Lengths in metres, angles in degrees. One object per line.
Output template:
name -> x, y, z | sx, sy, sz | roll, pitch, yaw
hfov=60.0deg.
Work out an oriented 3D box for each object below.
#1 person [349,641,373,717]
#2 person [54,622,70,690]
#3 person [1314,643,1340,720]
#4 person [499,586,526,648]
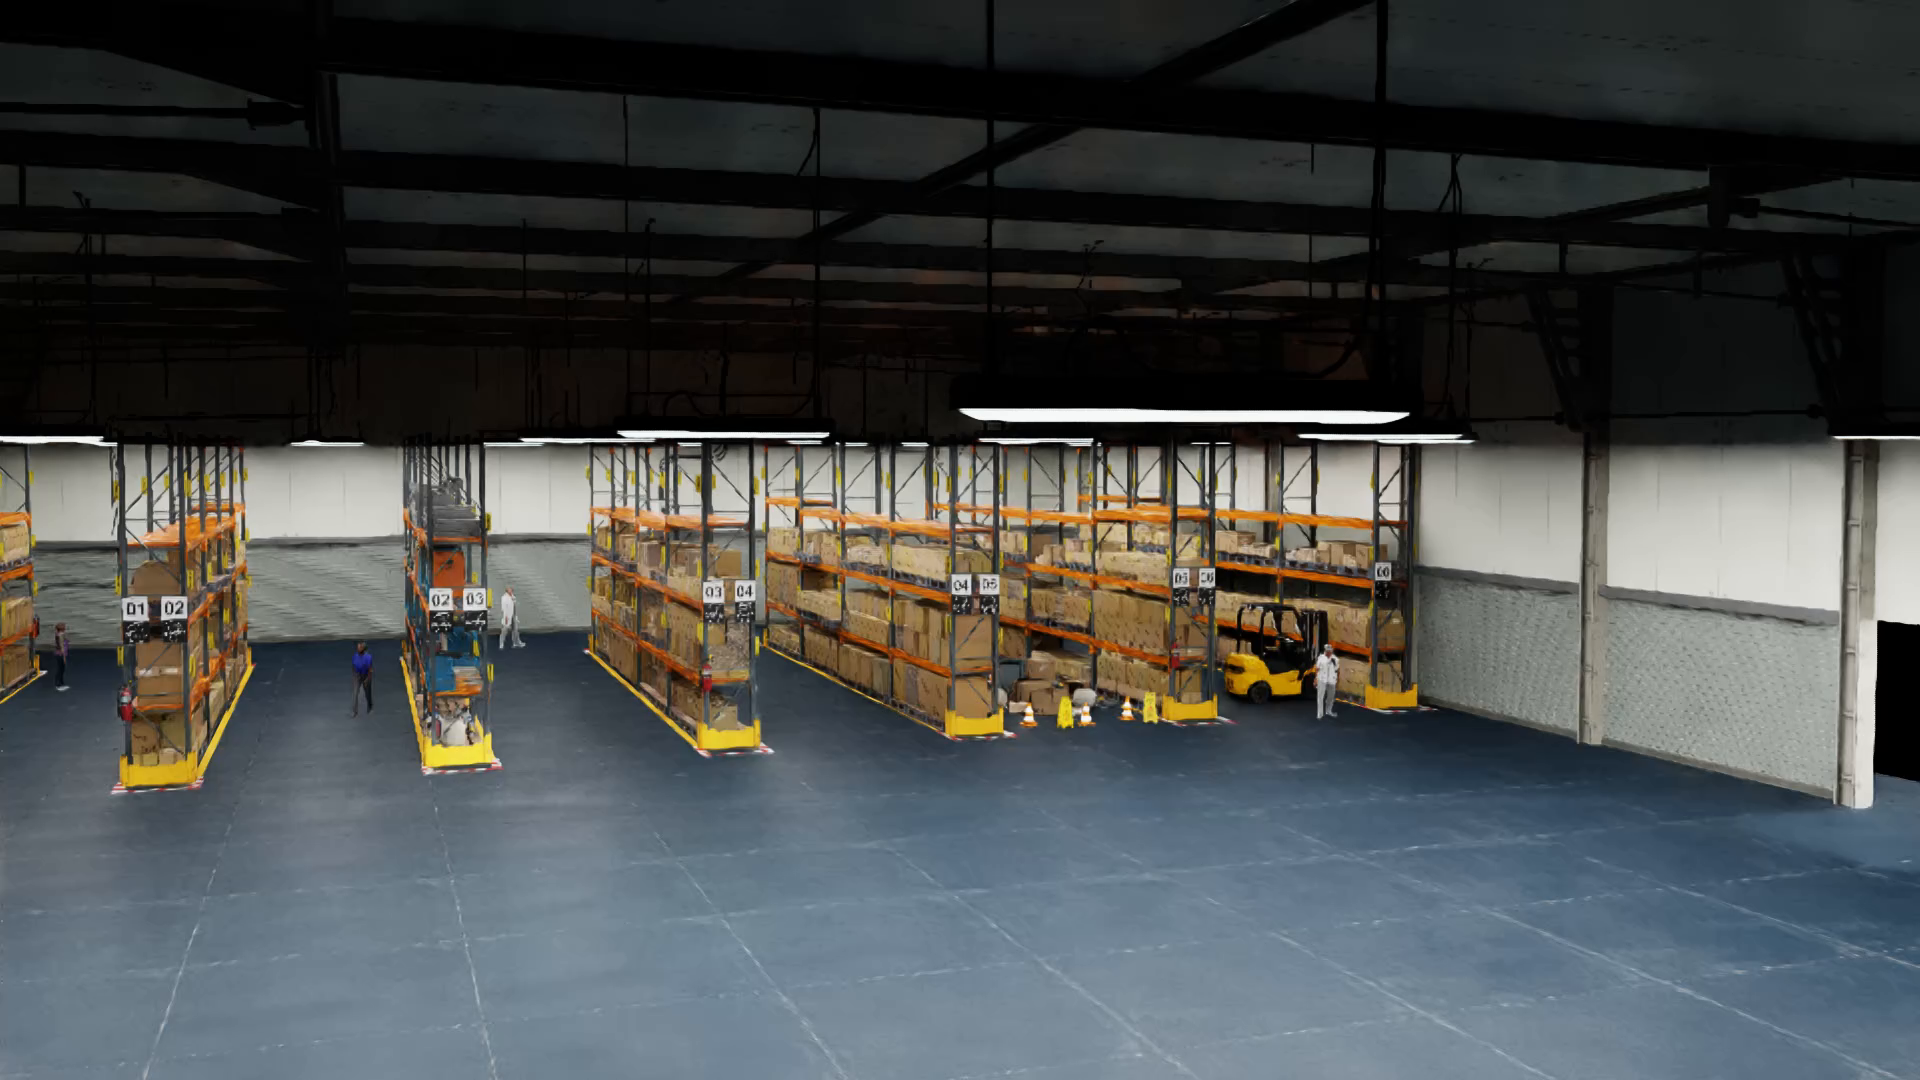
person -> -12.741, 2.947, 35.446 | 0.443, 1.586, 0.993 | -1, 3, -10
person -> -21.255, 2.737, 39.339 | 0.347, 1.581, 0.534 | -2, 4, -32
person -> 7.751, 2.971, 35.096 | 0.523, 1.610, 0.937 | 0, 3, 4
person -> -12.861, 2.186, 47.558 | 0.580, 1.770, 0.771 | 1, 3, 18
